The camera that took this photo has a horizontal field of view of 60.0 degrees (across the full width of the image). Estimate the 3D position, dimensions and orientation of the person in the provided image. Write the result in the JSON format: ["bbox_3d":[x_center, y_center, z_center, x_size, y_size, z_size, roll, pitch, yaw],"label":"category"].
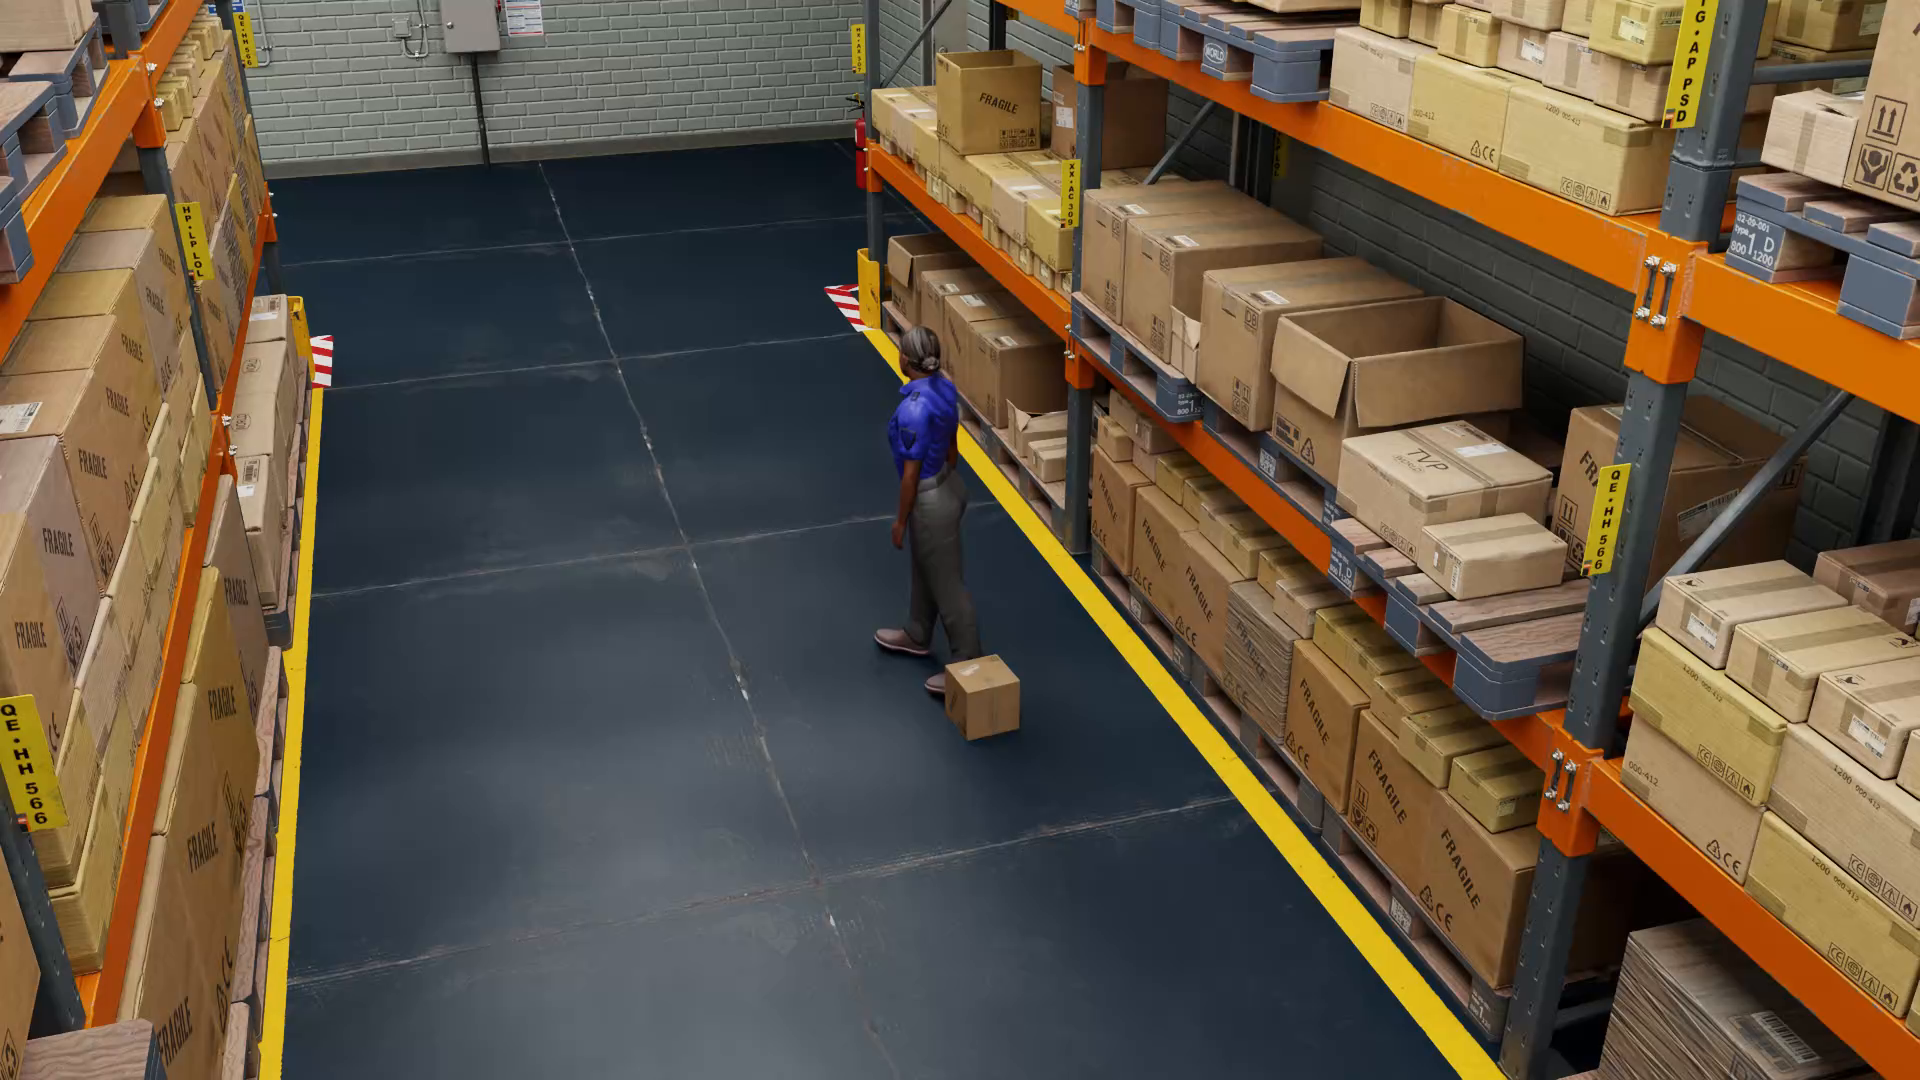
[{"bbox_3d":[-0.155,-0.154,7.399,0.596,1.645,0.521,6,27,13],"label":"person"}]
